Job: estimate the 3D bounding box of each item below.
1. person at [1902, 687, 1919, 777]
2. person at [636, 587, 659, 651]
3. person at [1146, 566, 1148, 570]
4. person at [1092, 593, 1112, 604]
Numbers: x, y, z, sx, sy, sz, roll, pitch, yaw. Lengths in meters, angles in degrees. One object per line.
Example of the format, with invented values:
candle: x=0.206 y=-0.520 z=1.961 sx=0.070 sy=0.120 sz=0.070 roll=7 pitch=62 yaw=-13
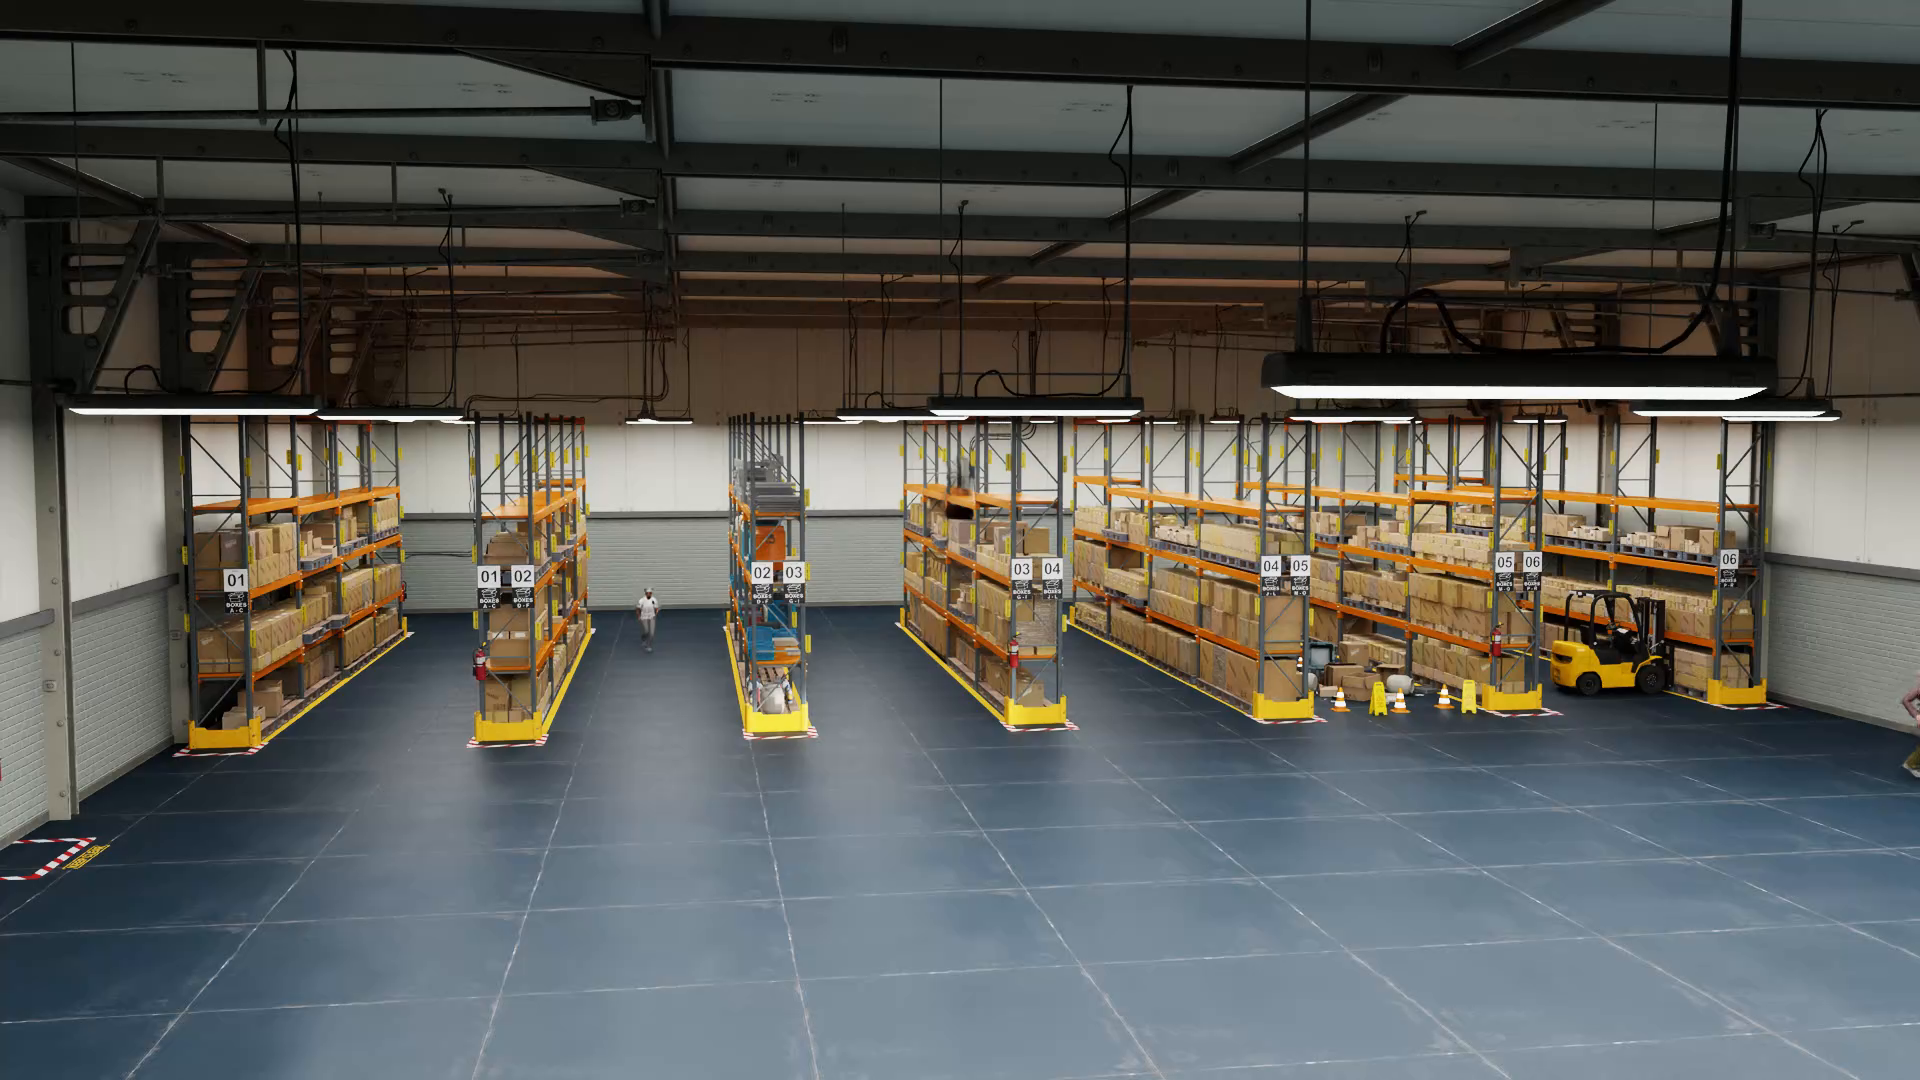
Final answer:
person: x=15.570 y=3.008 z=26.748 sx=0.678 sy=1.822 sz=0.877 roll=-2 pitch=4 yaw=-28
person: x=-7.946 y=2.023 z=42.415 sx=0.558 sy=1.641 sz=0.589 roll=-2 pitch=4 yaw=-21
person: x=5.521 y=1.606 z=48.534 sx=0.599 sy=1.724 sz=0.698 roll=-1 pitch=4 yaw=-19
person: x=4.231 y=1.552 z=49.922 sx=0.663 sy=1.581 sz=0.652 roll=2 pitch=4 yaw=28
